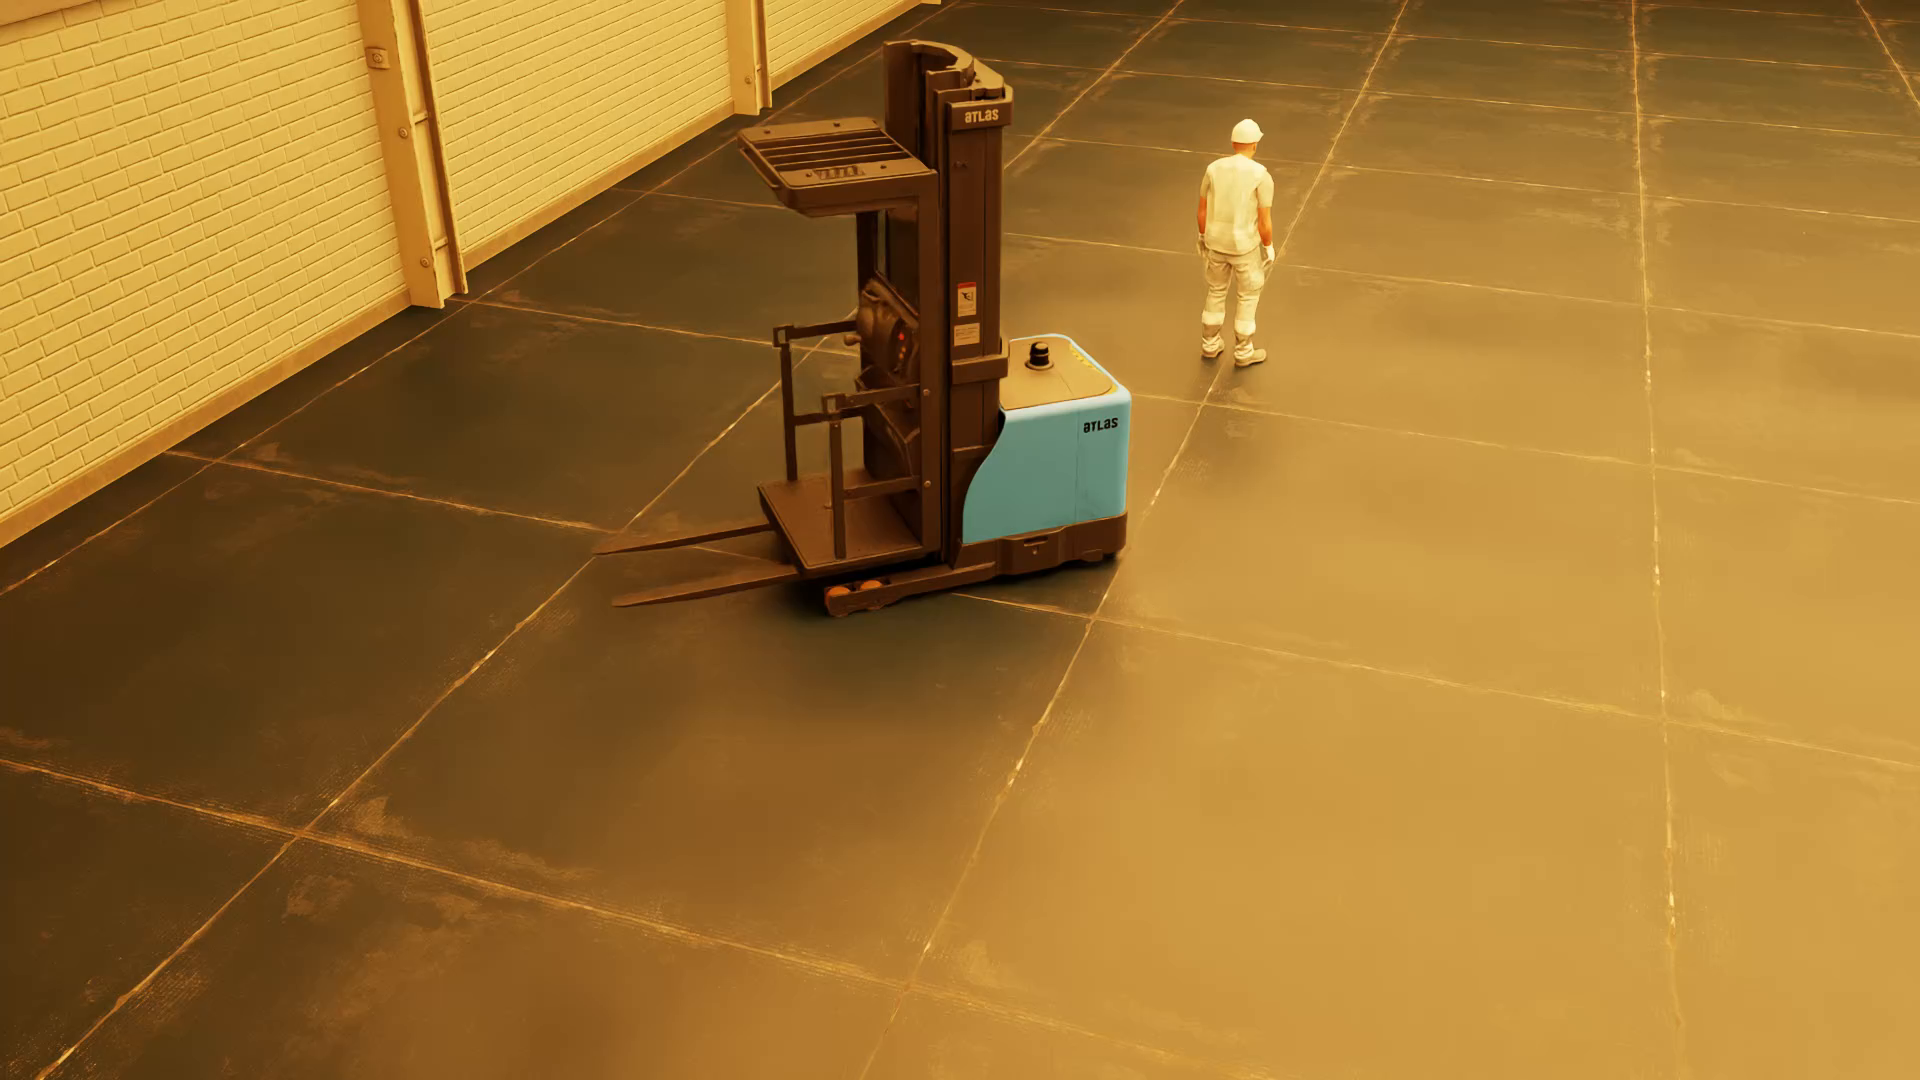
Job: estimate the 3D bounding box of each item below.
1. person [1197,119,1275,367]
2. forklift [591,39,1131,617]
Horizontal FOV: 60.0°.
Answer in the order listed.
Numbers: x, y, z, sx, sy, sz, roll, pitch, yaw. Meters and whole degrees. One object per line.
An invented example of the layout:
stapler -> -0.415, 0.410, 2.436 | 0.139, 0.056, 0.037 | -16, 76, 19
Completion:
person -> 2.003, -2.149, 12.076 | 0.607, 1.777, 0.453 | 19, 35, 30
forklift -> -0.587, -1.138, 9.132 | 3.031, 2.935, 1.130 | -11, 31, -18
